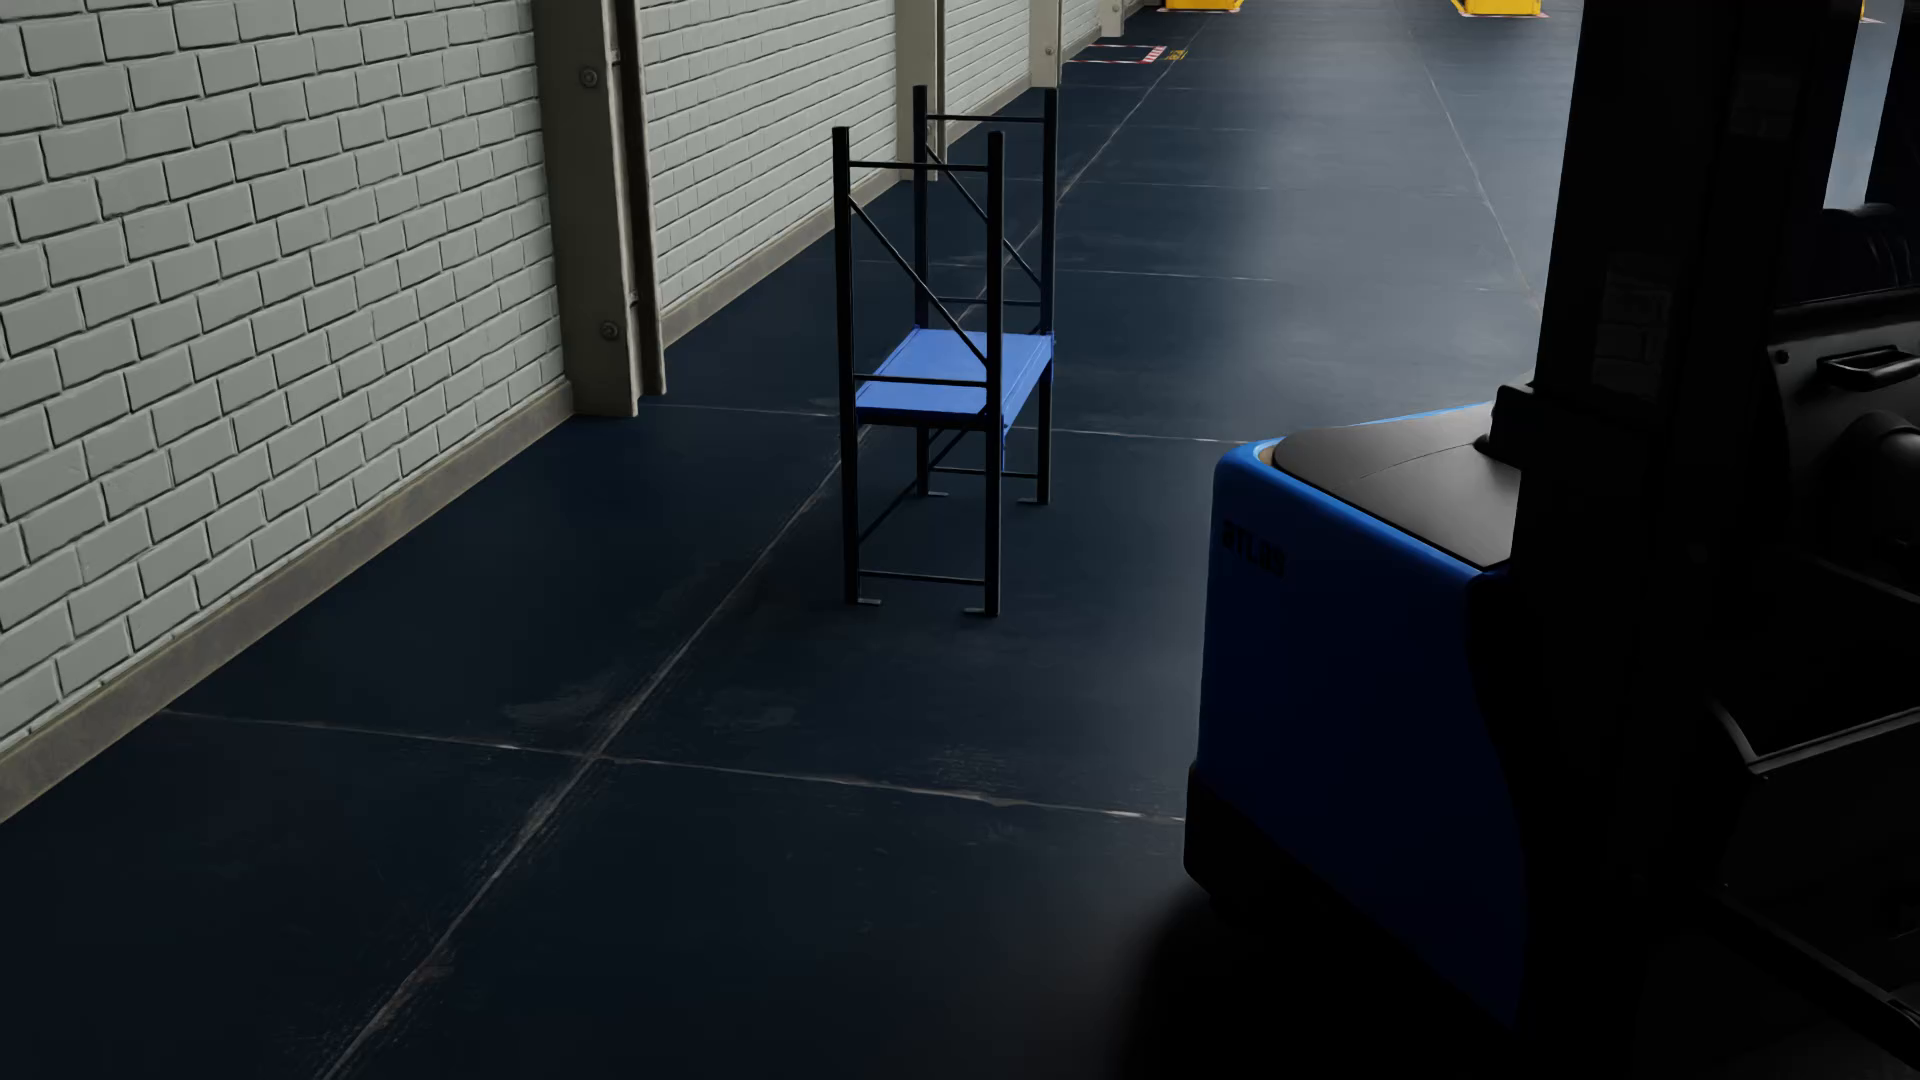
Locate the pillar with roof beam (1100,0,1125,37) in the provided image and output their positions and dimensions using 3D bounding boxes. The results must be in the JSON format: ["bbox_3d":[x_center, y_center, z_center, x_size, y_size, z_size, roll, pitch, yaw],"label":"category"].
[{"bbox_3d":[6.370,-11.041,21.223,9.100,9.000,0.400,4,22,11],"label":"pillar with roof beam"}]

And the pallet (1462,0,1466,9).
[{"bbox_3d":[9.049,-9.072,28.097,1.003,0.211,1.213,4,22,11],"label":"pallet"}]

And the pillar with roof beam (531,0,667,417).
[{"bbox_3d":[2.697,-4.458,4.878,9.100,9.000,0.400,4,22,11],"label":"pillar with roof beam"}]

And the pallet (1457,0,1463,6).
[{"bbox_3d":[9.301,-9.517,29.201,1.003,0.211,1.213,4,22,11],"label":"pallet"}]

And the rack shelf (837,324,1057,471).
[{"bbox_3d":[-0.017,-0.498,5.563,0.538,0.185,1.000,4,22,11],"label":"rack shelf"}]

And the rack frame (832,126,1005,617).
[{"bbox_3d":[-0.121,-0.479,5.034,0.500,1.500,0.032,4,22,11],"label":"rack frame"}]

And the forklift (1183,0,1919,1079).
[{"bbox_3d":[1.621,-0.146,2.293,1.130,2.935,3.031,-11,24,-24],"label":"forklift"}]

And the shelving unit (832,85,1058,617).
[{"bbox_3d":[-0.017,-0.664,5.496,0.538,1.500,1.048,4,22,11],"label":"shelving unit"}]

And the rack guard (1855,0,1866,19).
[{"bbox_3d":[13.752,-8.576,26.478,1.175,0.500,0.348,4,22,11],"label":"rack guard"}]

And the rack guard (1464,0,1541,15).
[{"bbox_3d":[8.929,-8.914,27.319,1.175,0.500,0.348,4,22,11],"label":"rack guard"}]

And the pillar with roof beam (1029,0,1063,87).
[{"bbox_3d":[5.146,-8.847,15.775,9.100,9.000,0.400,4,22,11],"label":"pillar with roof beam"}]

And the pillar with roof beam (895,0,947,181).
[{"bbox_3d":[3.922,-6.653,10.326,9.100,9.000,0.400,4,22,11],"label":"pillar with roof beam"}]

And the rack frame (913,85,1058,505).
[{"bbox_3d":[0.086,-0.850,5.958,0.500,1.500,0.032,4,22,11],"label":"rack frame"}]

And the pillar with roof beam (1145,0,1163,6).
[{"bbox_3d":[7.595,-13.236,26.672,9.100,9.000,0.400,4,22,11],"label":"pillar with roof beam"}]

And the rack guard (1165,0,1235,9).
[{"bbox_3d":[4.100,-9.327,28.344,1.175,0.500,0.348,4,22,11],"label":"rack guard"}]
